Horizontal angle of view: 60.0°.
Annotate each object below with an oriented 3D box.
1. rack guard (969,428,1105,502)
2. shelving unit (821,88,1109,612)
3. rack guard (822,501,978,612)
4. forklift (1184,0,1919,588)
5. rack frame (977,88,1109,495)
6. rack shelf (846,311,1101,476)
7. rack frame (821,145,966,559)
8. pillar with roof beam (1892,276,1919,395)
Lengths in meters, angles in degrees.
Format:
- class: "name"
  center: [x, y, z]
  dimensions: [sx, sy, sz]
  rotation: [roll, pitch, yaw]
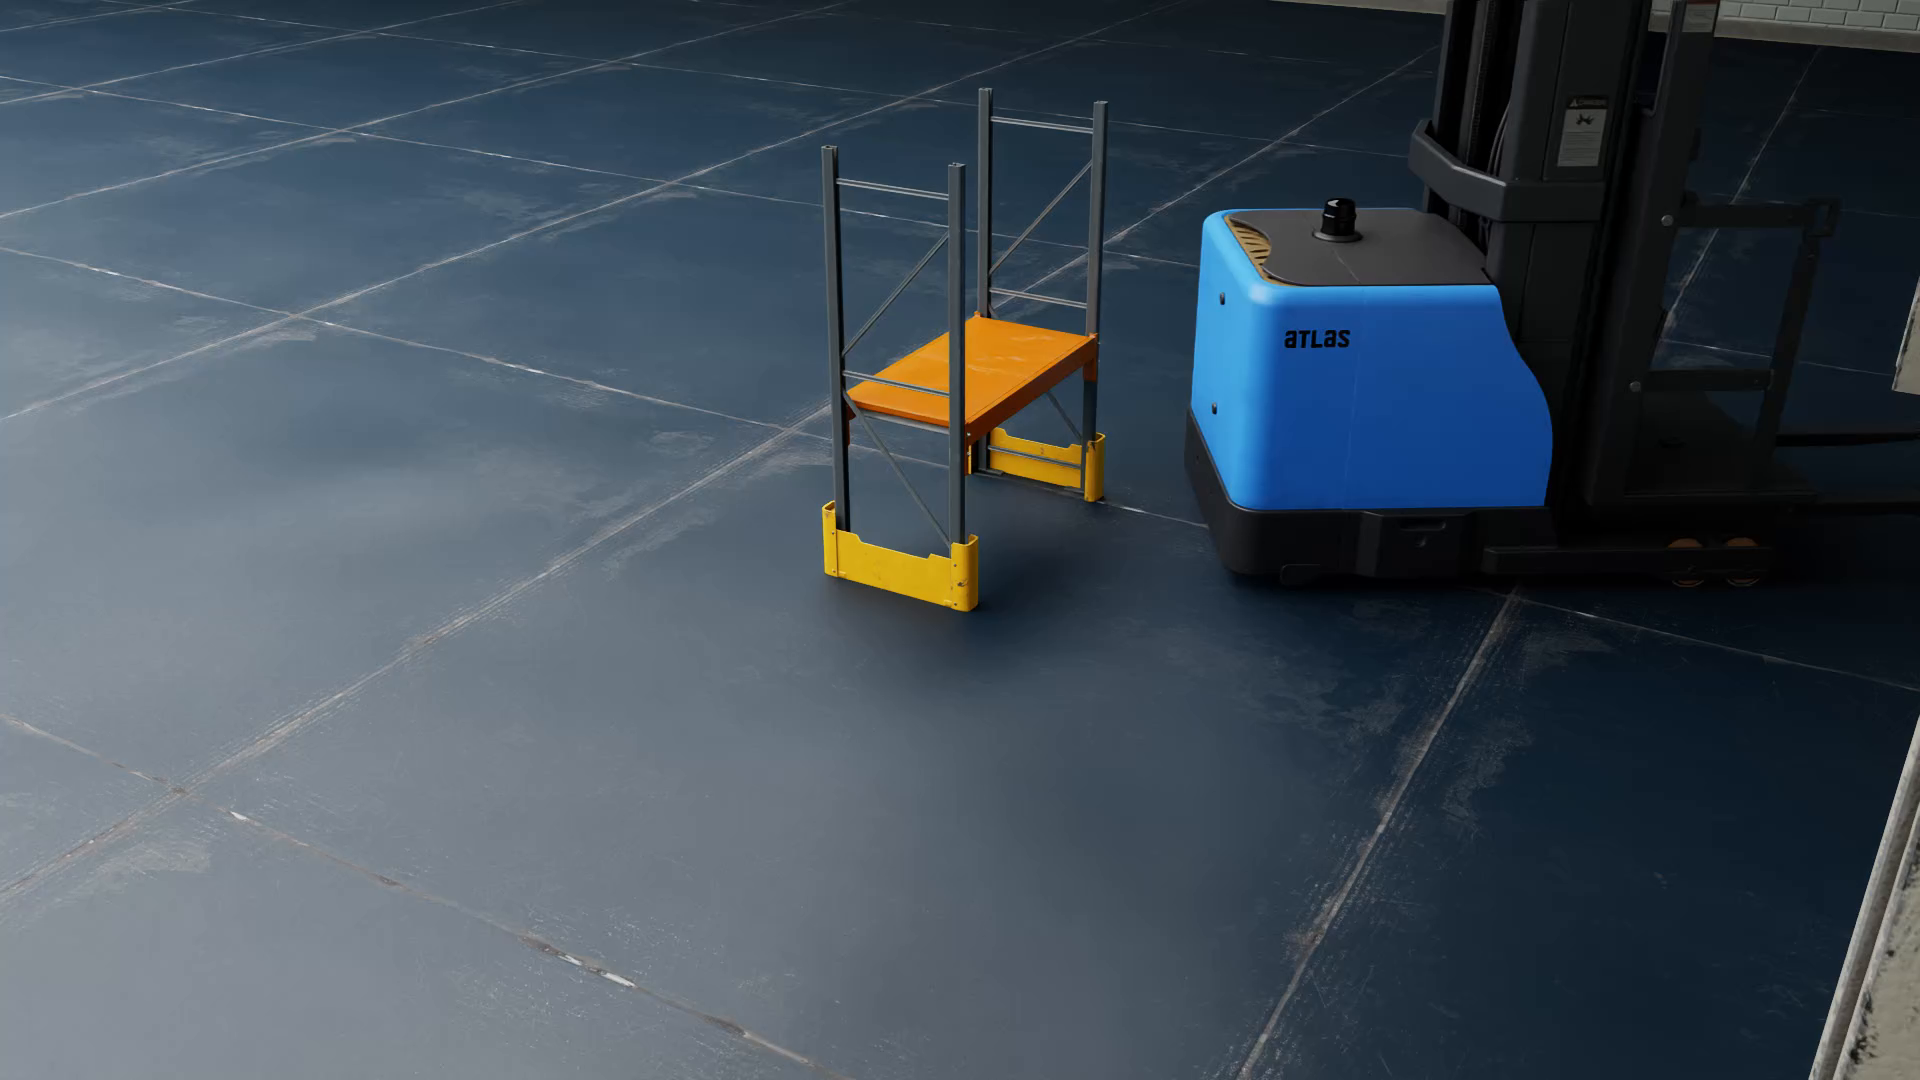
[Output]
- class: "rack guard"
  center: [0.282, -0.336, 6.481]
  dimensions: [0.587, 0.250, 0.087]
  rotation: [14, 30, 26]
- class: "shelving unit"
  center: [0.038, -0.700, 5.814]
  dimensions: [0.587, 1.500, 1.083]
  rotation: [14, 30, 26]
- class: "rack guard"
  center: [-0.207, 0.053, 5.706]
  dimensions: [0.587, 0.250, 0.087]
  rotation: [14, 30, 26]
- class: "forklift"
  center: [2.409, -1.383, 5.579]
  dimensions: [3.031, 2.935, 1.130]
  rotation: [-1, 27, -2]
- class: "rack frame"
  center: [0.292, -0.902, 6.217]
  dimensions: [0.500, 1.500, 0.032]
  rotation: [14, 30, 26]
- class: "rack shelf"
  center: [0.042, -0.543, 5.901]
  dimensions: [0.538, 0.185, 1.000]
  rotation: [14, 30, 26]
- class: "rack frame"
  center: [-0.208, -0.506, 5.425]
  dimensions: [0.500, 1.500, 0.032]
  rotation: [14, 30, 26]
- class: "pillar with roof beam"
  center: [0.645, -5.684, 7.393]
  dimensions: [9.100, 9.000, 0.400]
  rotation: [14, 30, 26]
